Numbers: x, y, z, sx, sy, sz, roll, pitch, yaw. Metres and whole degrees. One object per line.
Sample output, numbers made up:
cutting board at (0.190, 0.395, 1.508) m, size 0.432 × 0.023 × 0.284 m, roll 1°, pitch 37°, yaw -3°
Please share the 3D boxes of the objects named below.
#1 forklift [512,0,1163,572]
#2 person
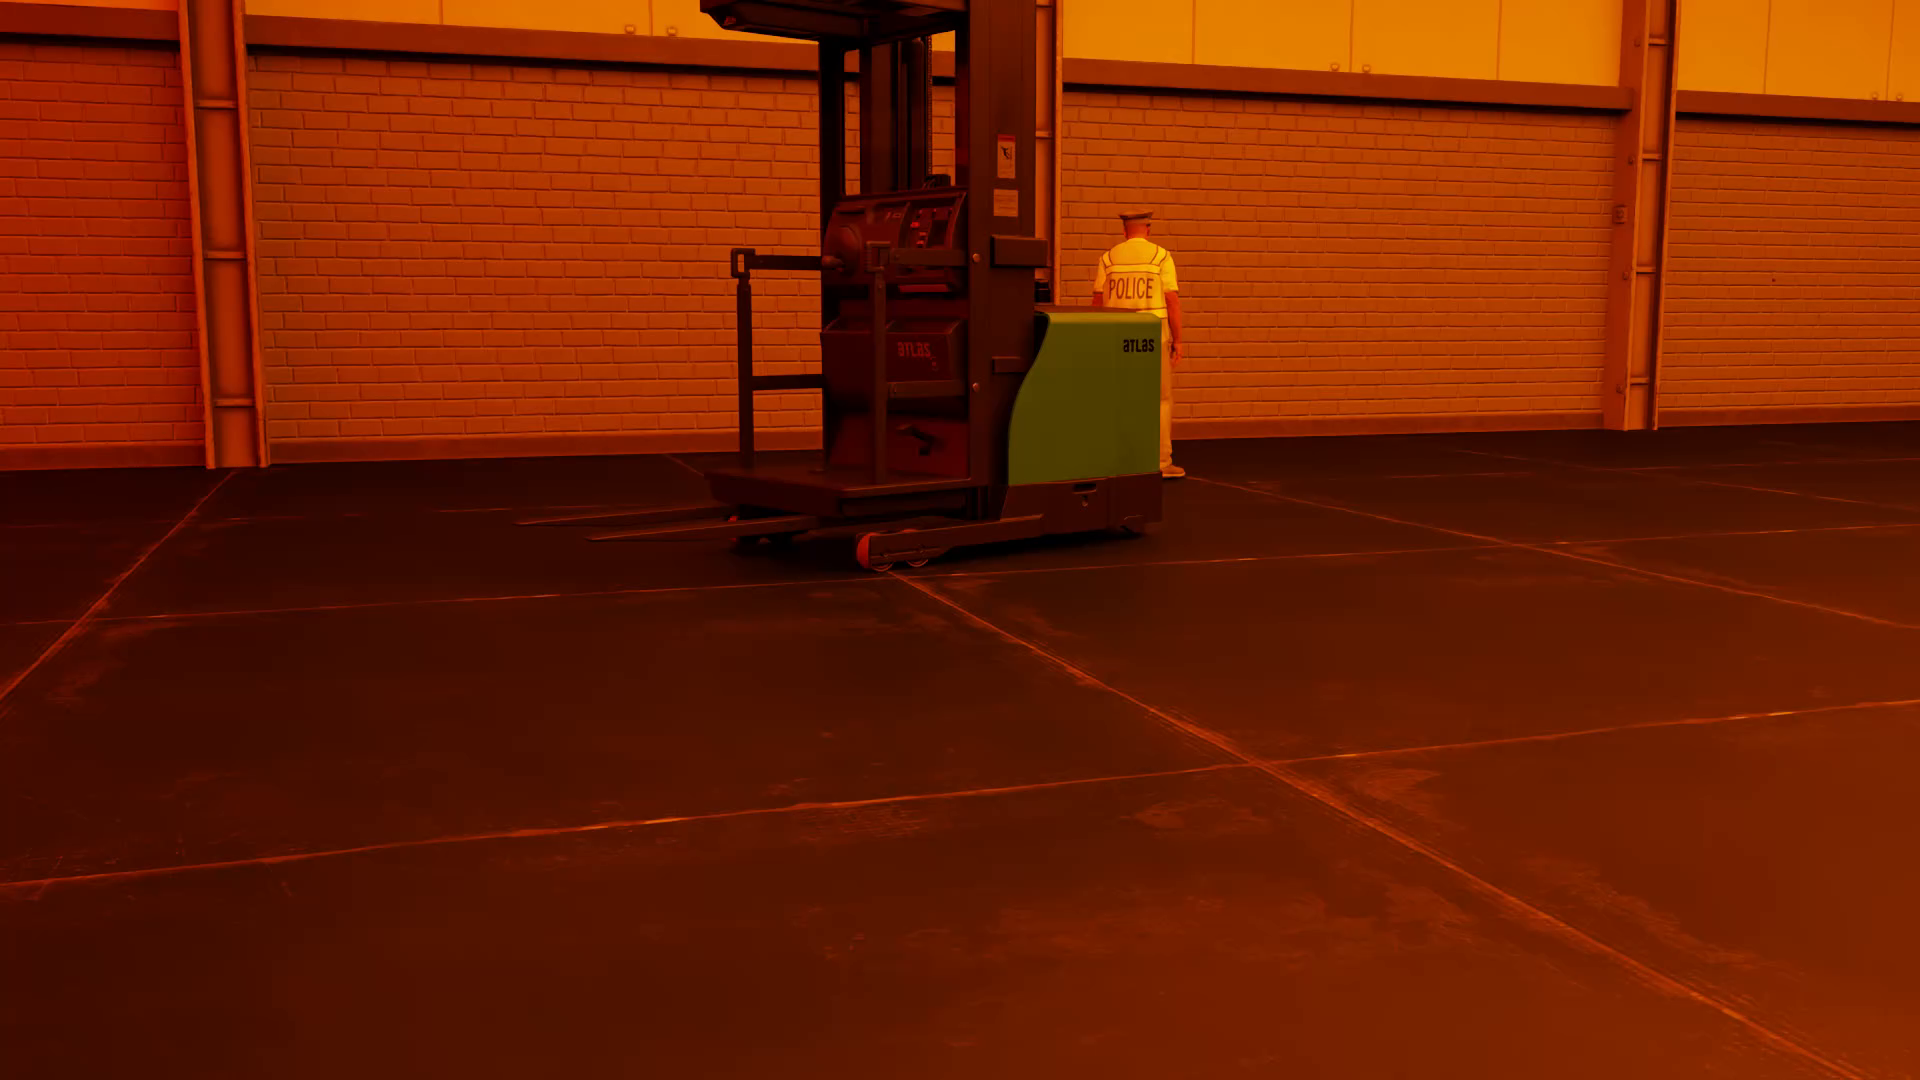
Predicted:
forklift at (-0.461, -1.399, 7.333) m, size 3.031 × 2.935 × 1.130 m, roll -7°, pitch 10°, yaw -40°
person at (1.154, -1.275, 10.814) m, size 0.605 × 1.747 × 0.443 m, roll 3°, pitch 8°, yaw 19°
